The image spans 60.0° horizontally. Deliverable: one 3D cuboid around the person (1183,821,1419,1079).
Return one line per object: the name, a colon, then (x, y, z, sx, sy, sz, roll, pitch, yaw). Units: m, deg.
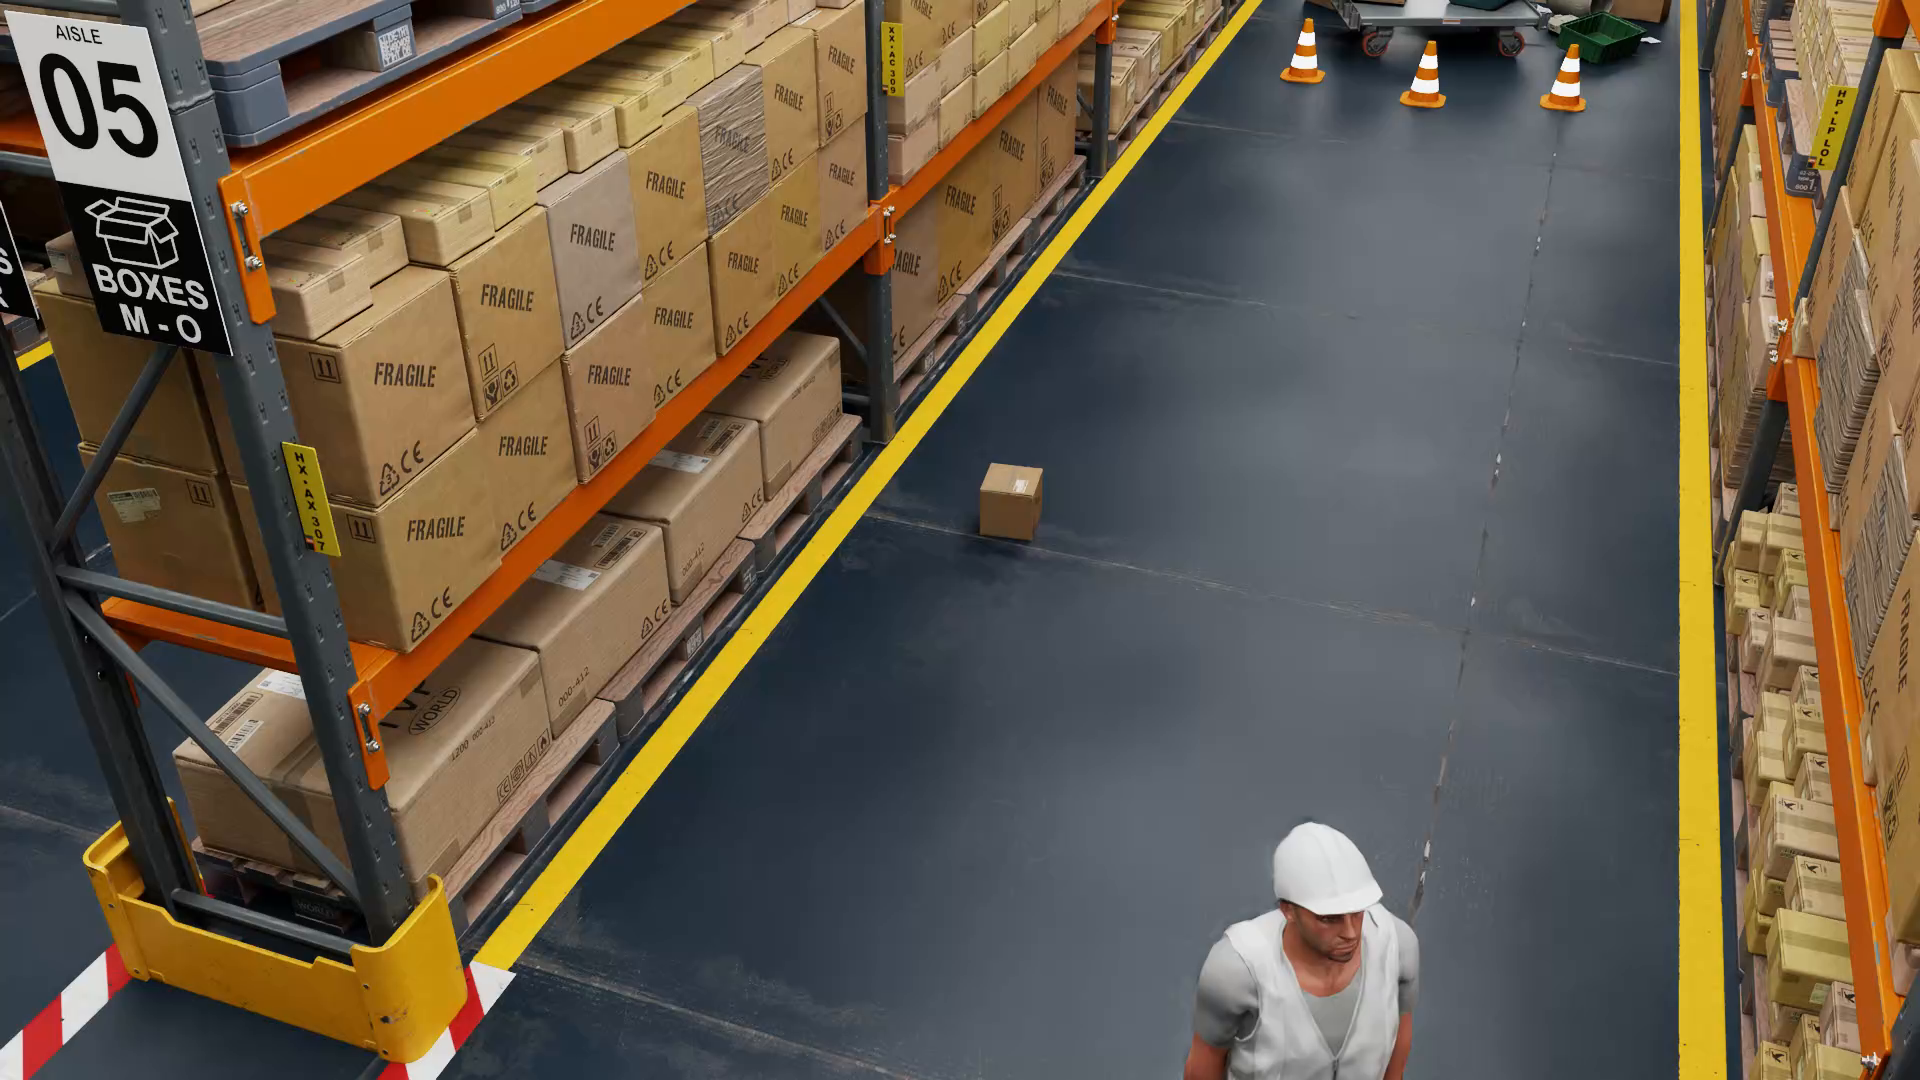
person: (0.786, 1.341, 4.017, 0.565, 1.779, 0.714, -6, 33, -9)
